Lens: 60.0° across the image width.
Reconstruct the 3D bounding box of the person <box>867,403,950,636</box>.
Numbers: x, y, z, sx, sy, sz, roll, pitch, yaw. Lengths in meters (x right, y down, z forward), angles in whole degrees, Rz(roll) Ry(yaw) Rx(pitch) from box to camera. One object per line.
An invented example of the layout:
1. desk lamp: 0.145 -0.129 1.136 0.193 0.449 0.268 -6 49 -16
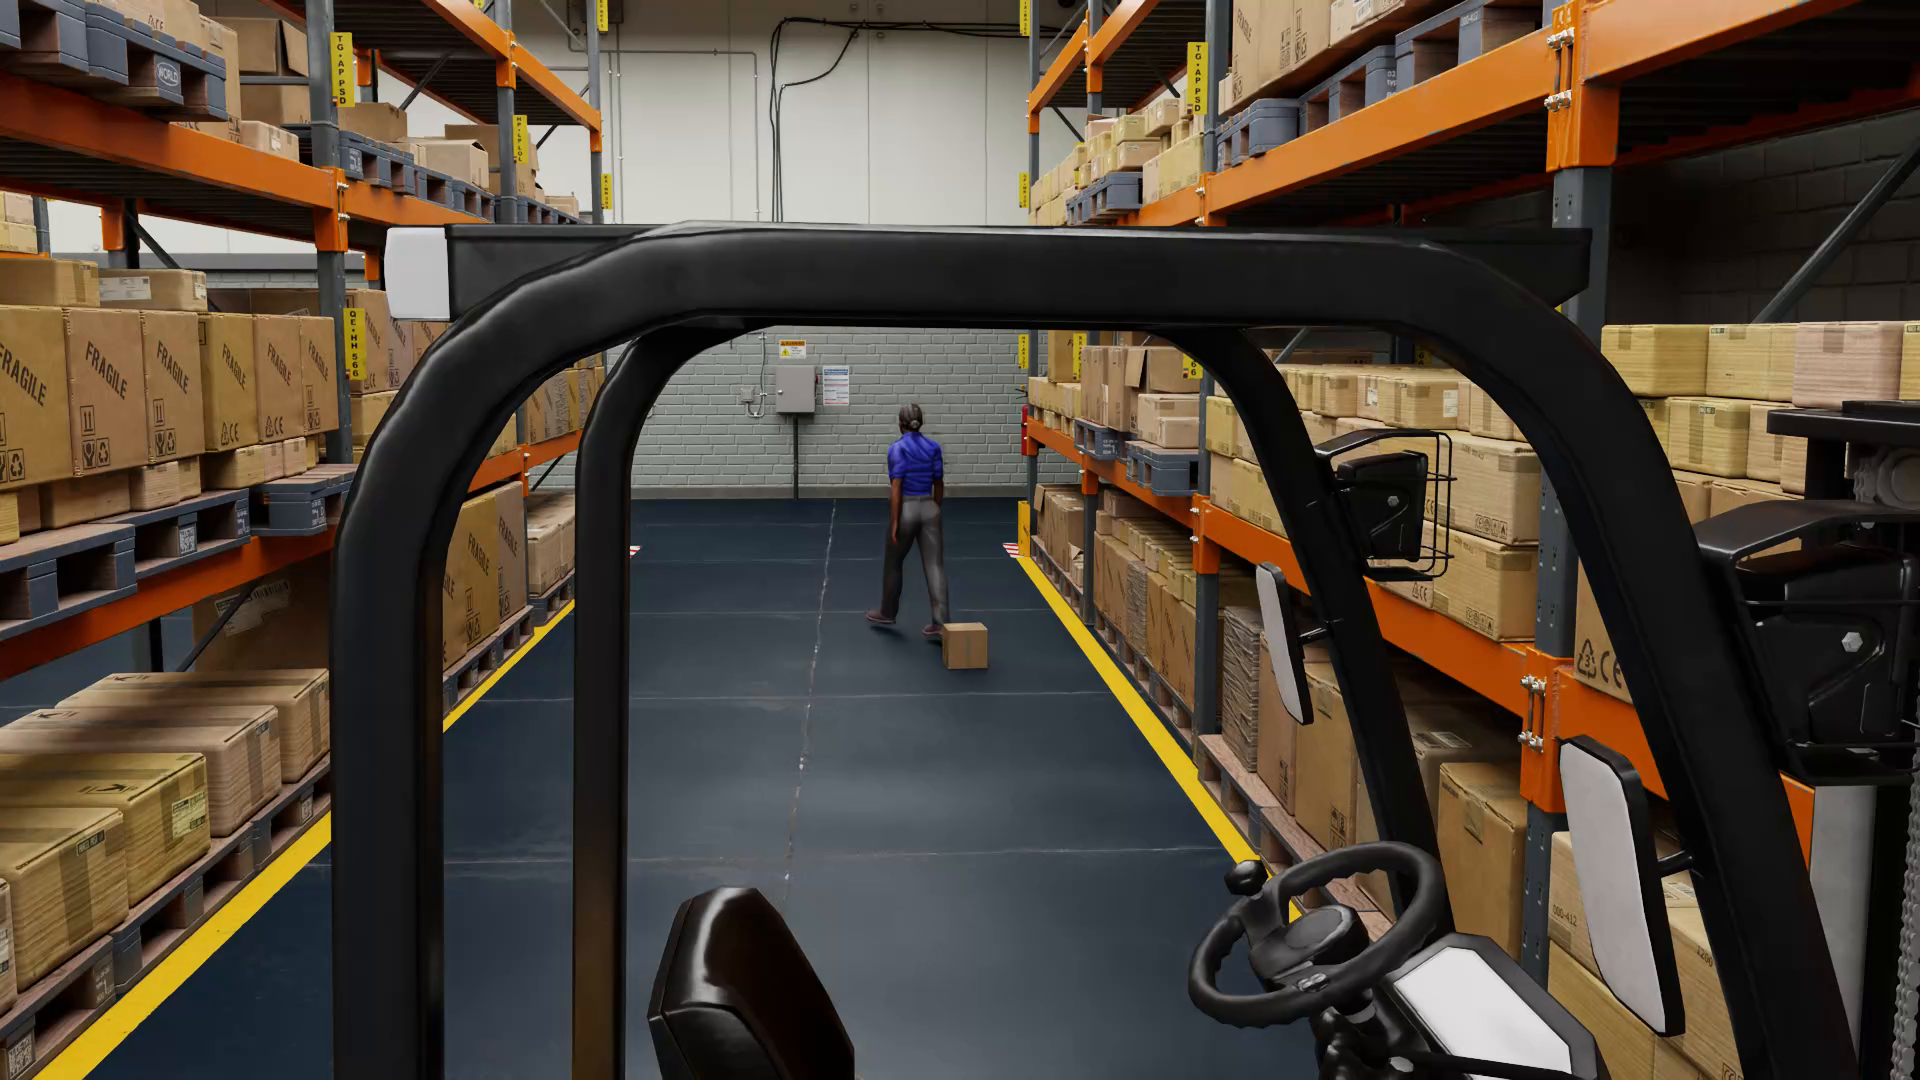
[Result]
1. person: -0.323 -0.164 11.583 0.477 1.580 1.007 -3 8 -24
